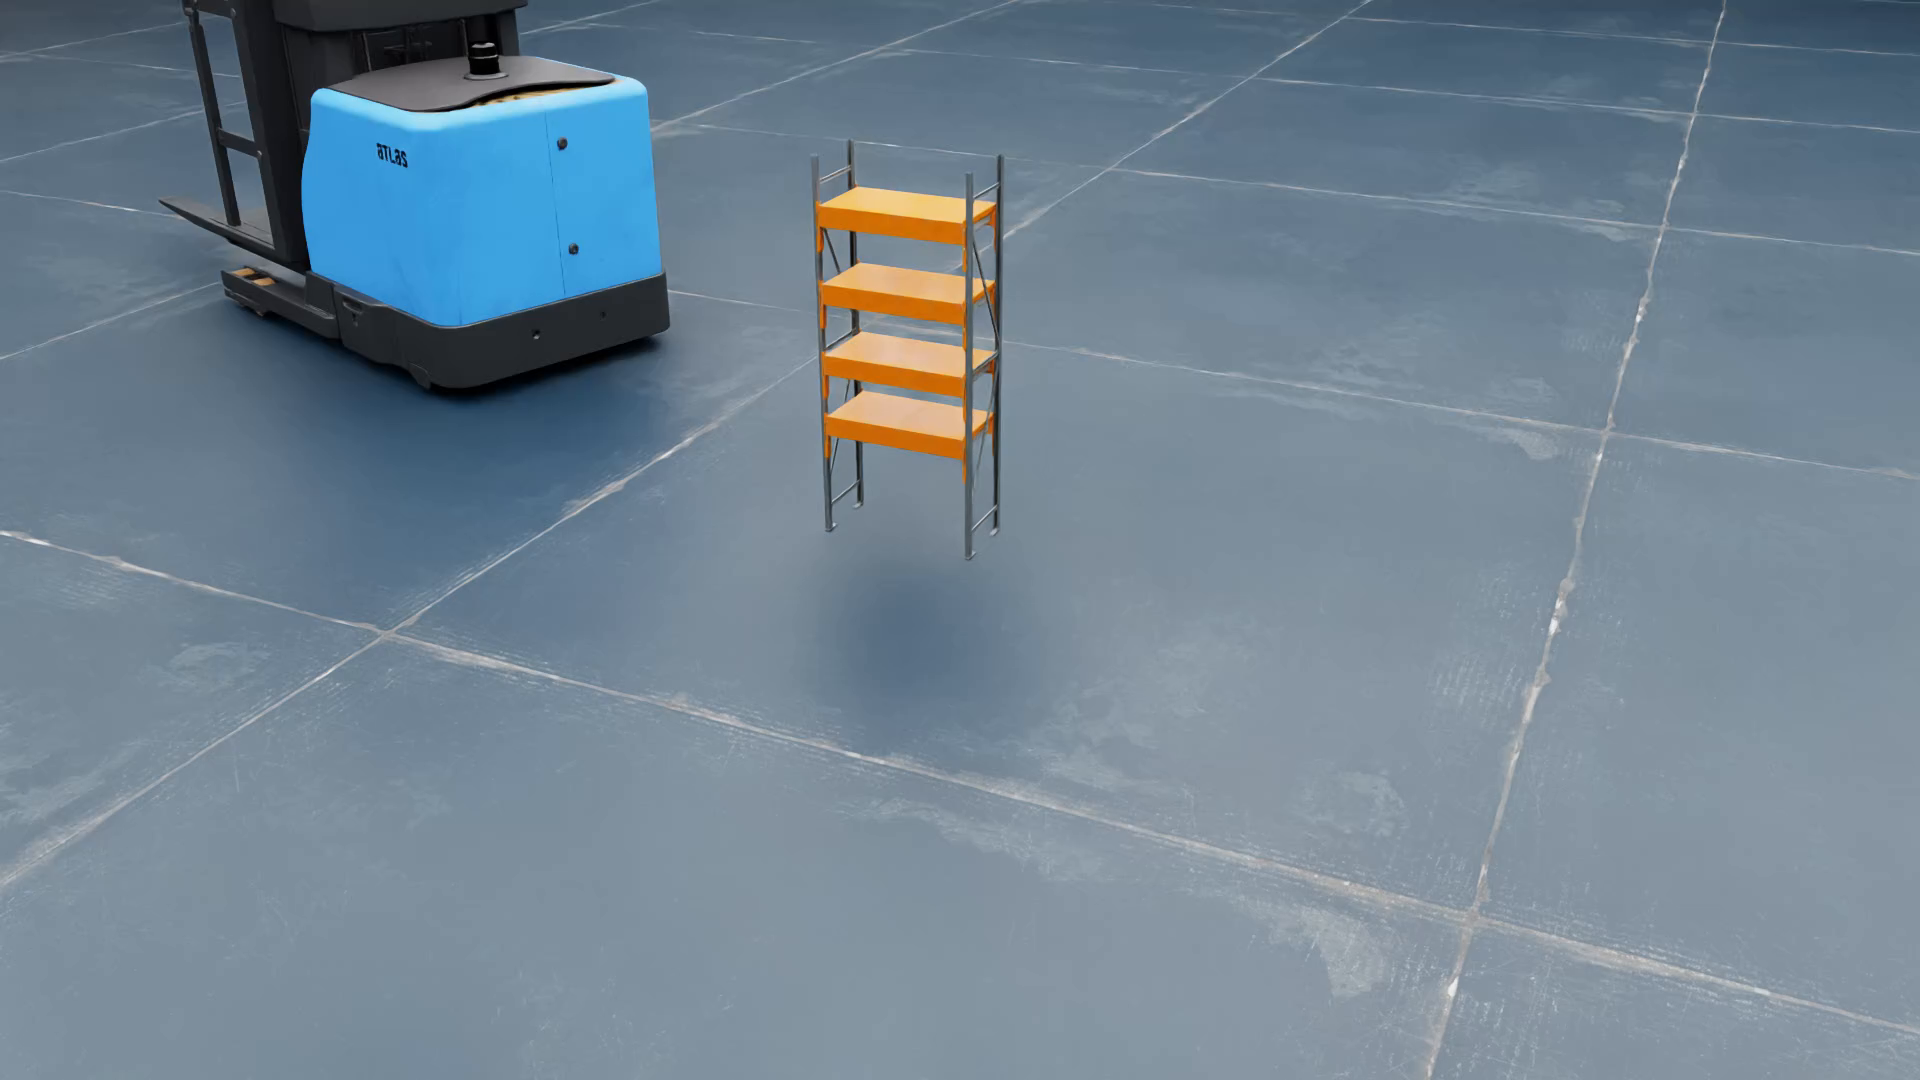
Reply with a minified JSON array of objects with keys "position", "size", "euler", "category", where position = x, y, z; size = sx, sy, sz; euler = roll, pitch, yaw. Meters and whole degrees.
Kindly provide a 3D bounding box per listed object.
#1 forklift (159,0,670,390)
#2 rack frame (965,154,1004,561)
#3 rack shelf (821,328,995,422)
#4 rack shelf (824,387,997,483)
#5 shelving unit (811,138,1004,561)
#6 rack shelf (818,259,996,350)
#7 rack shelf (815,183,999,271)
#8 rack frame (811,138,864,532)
[{"position":[-2.608,-2.431,6.869],"size":[3.031,2.935,1.130],"euler":[23,34,39],"category":"forklift"},{"position":[0.071,-0.524,4.956],"size":[0.015,1.200,0.240],"euler":[11,28,22],"category":"rack frame"},{"position":[-0.151,-0.508,5.076],"size":[0.480,0.148,0.258],"euler":[11,28,22],"category":"rack shelf"},{"position":[-0.151,-0.330,5.164],"size":[0.480,0.148,0.258],"euler":[11,28,22],"category":"rack shelf"},{"position":[-0.151,-0.569,5.046],"size":[0.503,1.200,0.258],"euler":[11,28,22],"category":"shelving unit"},{"position":[-0.151,-0.709,4.977],"size":[0.480,0.148,0.258],"euler":[11,28,22],"category":"rack shelf"},{"position":[-0.151,-0.921,4.873],"size":[0.480,0.148,0.258],"euler":[11,28,22],"category":"rack shelf"},{"position":[-0.373,-0.613,5.137],"size":[0.015,1.200,0.240],"euler":[11,28,22],"category":"rack frame"}]
